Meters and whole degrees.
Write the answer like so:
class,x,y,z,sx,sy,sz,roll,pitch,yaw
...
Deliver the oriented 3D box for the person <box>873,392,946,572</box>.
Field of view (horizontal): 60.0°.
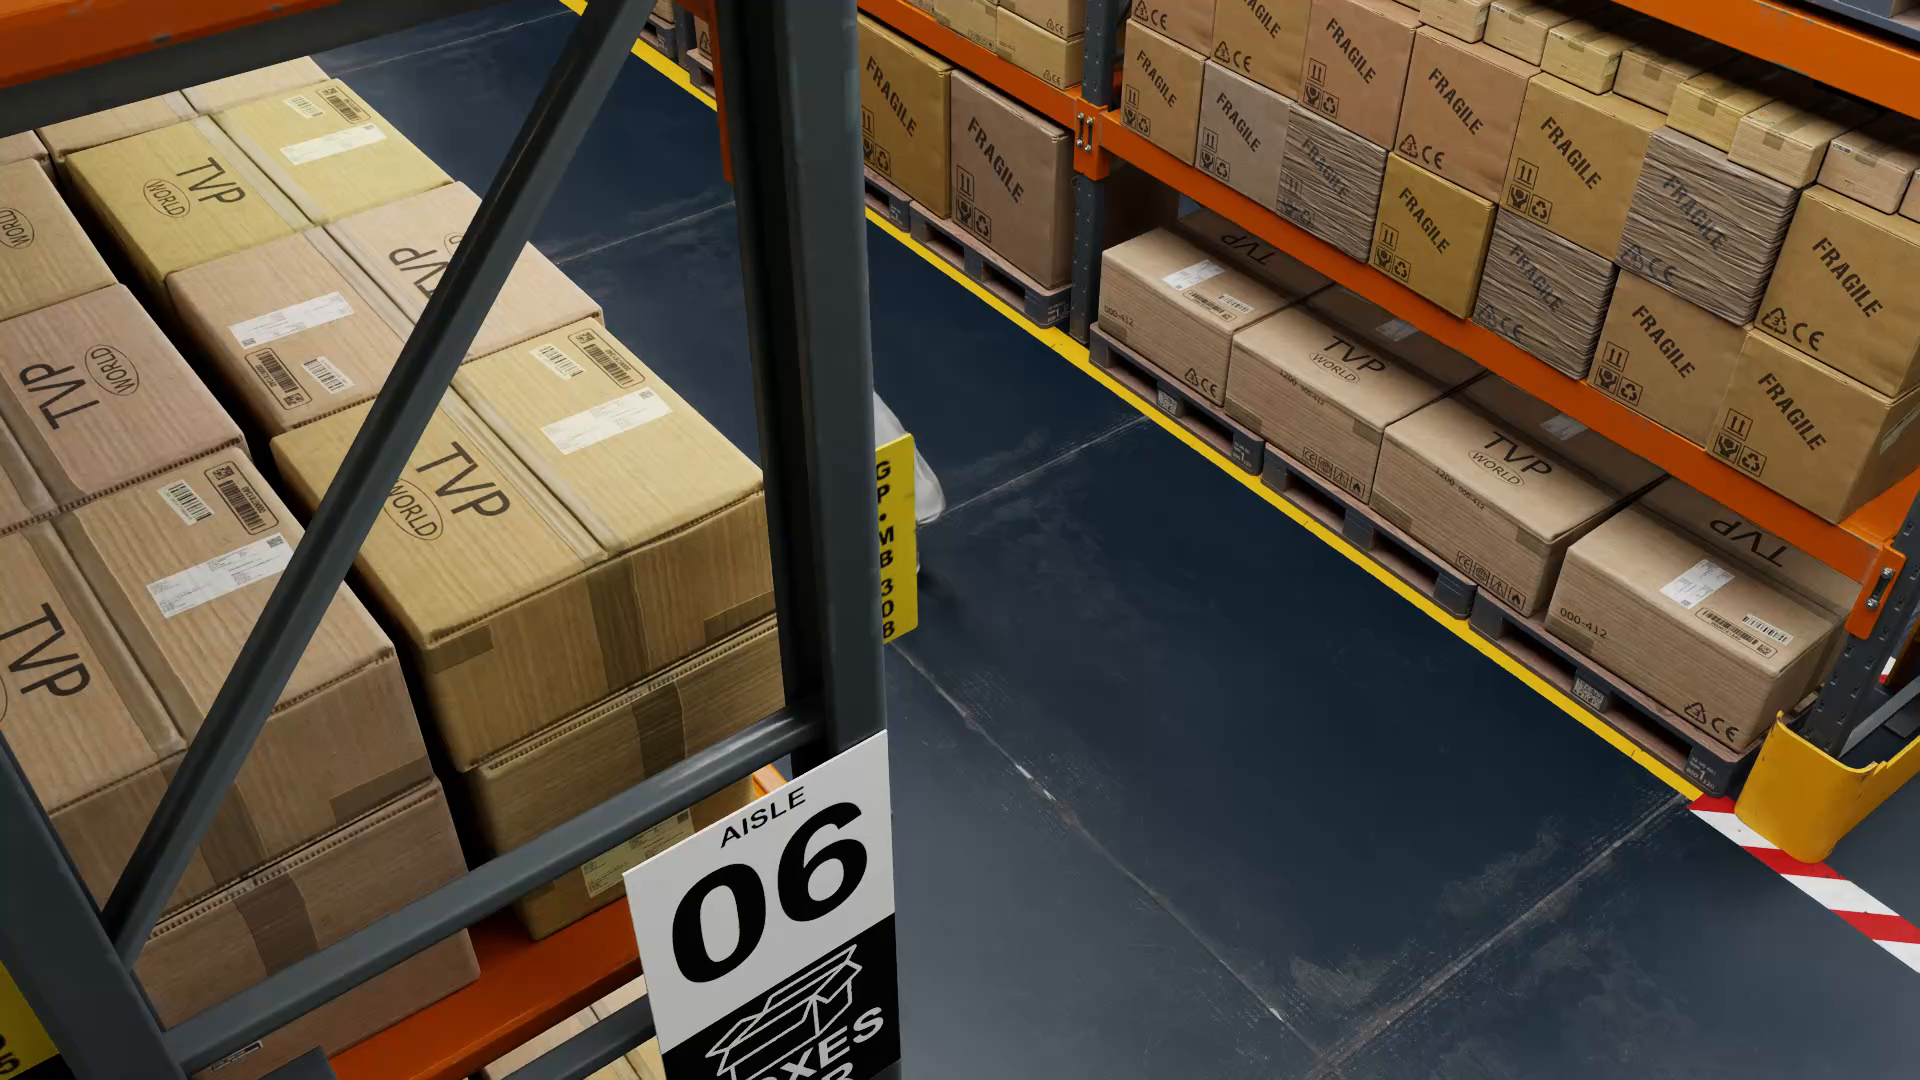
class,x,y,z,sx,sy,sz,roll,pitch,yaw
person,-0.402,-0.243,6.957,0.442,0.931,0.792,-27,48,-28
